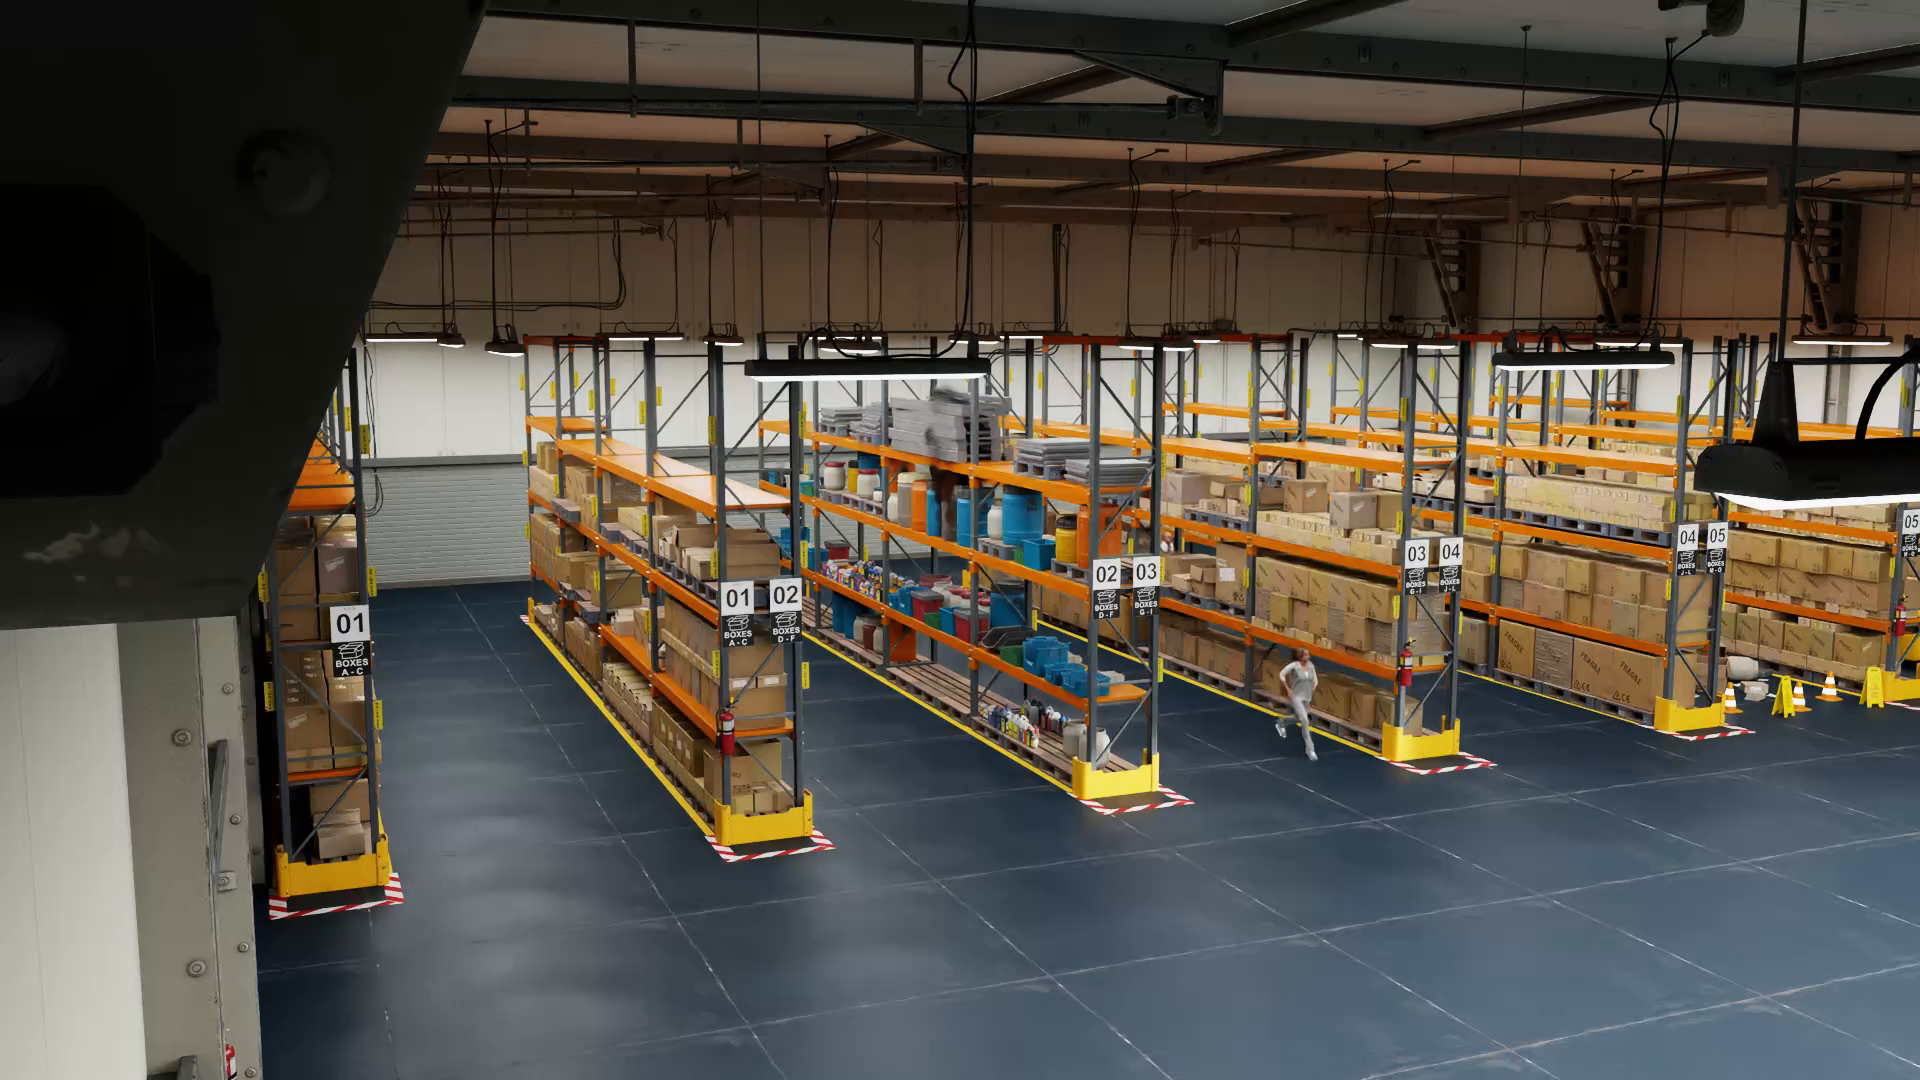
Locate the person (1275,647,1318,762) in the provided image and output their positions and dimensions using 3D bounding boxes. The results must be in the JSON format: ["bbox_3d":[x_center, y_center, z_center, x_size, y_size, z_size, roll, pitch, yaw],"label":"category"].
[{"bbox_3d":[4.947,2.334,24.275,0.495,1.615,1.017,-5,9,-31],"label":"person"}]

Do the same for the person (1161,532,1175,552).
[{"bbox_3d":[4.406,0.679,36.260,0.744,1.739,0.750,-4,9,-30],"label":"person"}]

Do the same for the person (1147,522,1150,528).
[{"bbox_3d":[4.337,0.413,38.224,0.654,1.704,0.881,-3,8,-22],"label":"person"}]
